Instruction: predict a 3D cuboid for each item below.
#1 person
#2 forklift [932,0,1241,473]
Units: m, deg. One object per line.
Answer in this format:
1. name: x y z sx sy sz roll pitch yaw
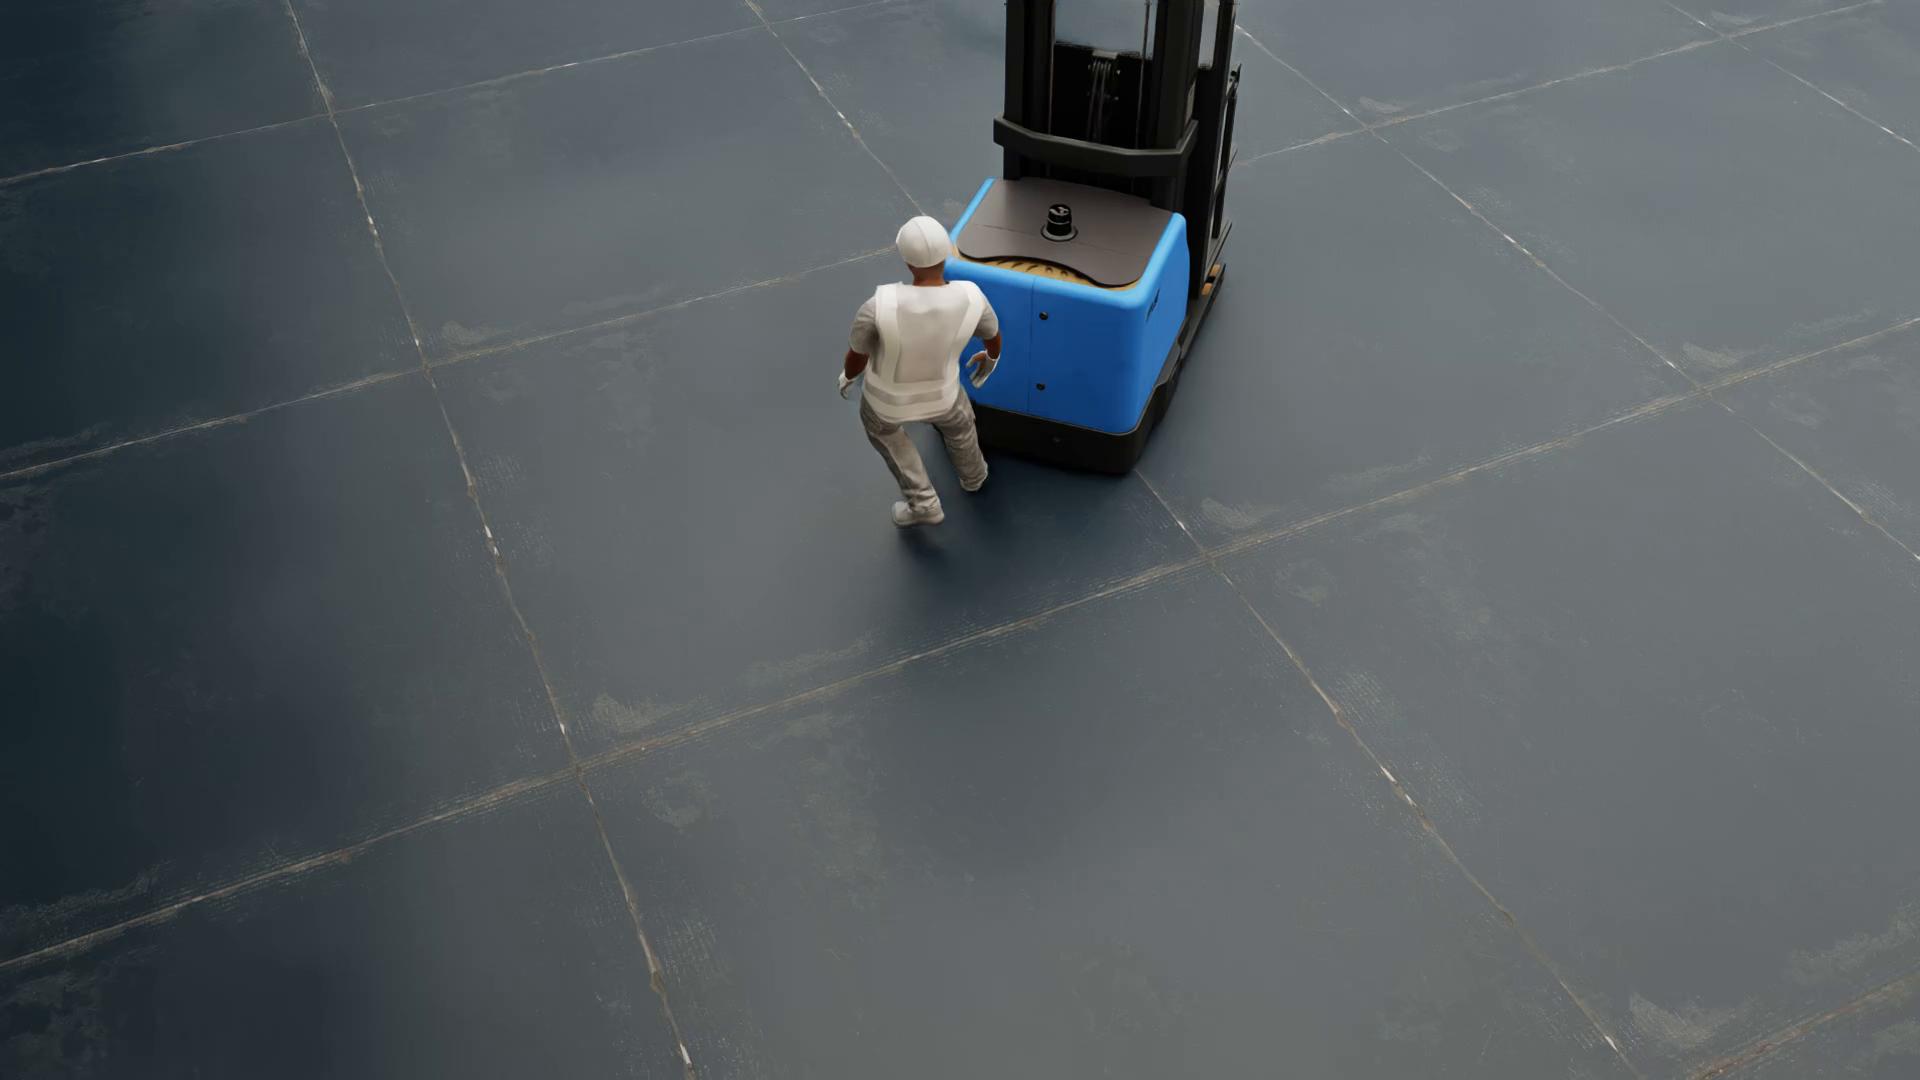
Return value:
1. person: -0.187 -0.779 7.422 0.746 1.725 0.712 -9 44 -10
2. forklift: 0.842 -2.414 8.267 1.130 2.935 3.031 14 45 14
